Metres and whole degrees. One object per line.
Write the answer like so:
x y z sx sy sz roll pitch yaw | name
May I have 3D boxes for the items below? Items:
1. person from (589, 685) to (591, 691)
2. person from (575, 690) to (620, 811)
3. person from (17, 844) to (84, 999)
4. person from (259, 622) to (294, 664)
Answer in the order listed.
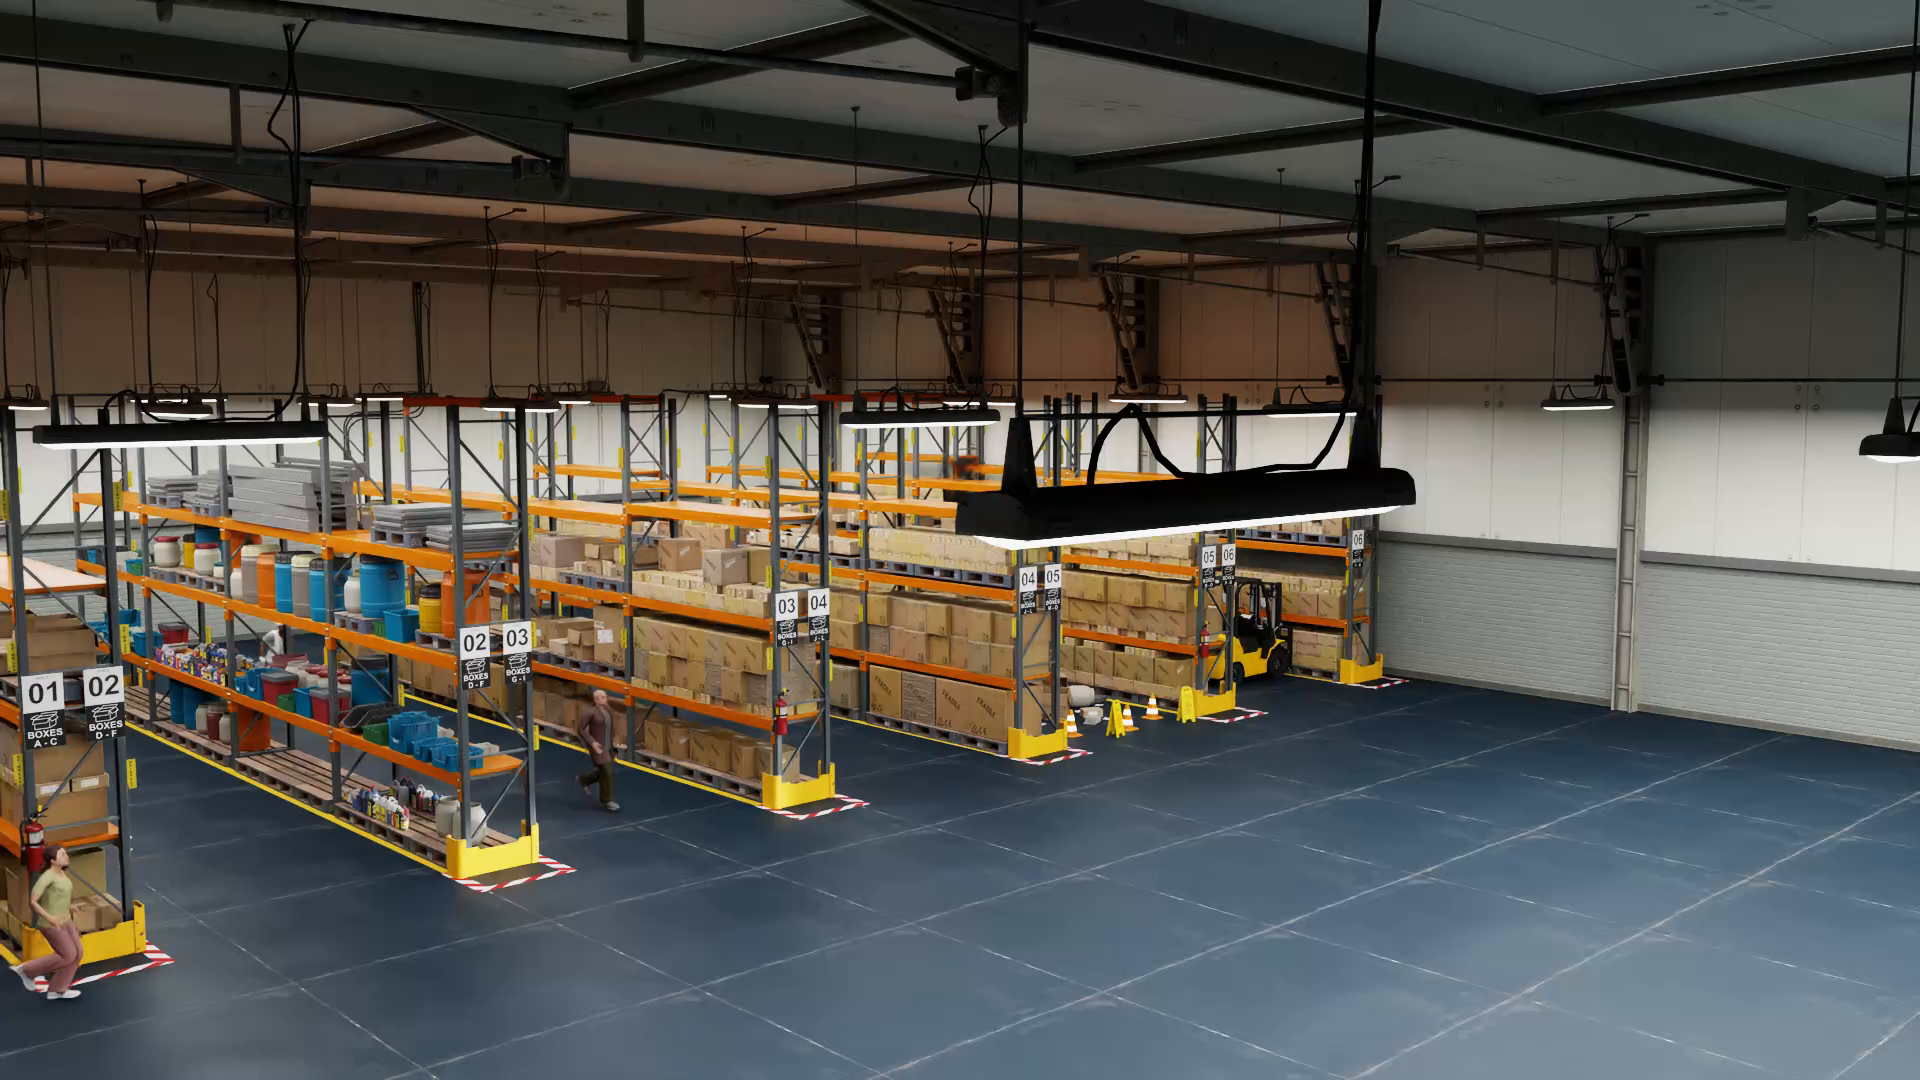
-7.312 2.386 32.616 0.784 1.666 0.527 4 7 39 | person
-5.389 3.079 24.596 0.861 1.777 0.711 3 6 31 | person
-9.284 3.890 16.947 0.582 1.596 0.584 -1 6 -9 | person
-13.292 2.356 32.369 0.700 1.709 0.686 3 6 31 | person
